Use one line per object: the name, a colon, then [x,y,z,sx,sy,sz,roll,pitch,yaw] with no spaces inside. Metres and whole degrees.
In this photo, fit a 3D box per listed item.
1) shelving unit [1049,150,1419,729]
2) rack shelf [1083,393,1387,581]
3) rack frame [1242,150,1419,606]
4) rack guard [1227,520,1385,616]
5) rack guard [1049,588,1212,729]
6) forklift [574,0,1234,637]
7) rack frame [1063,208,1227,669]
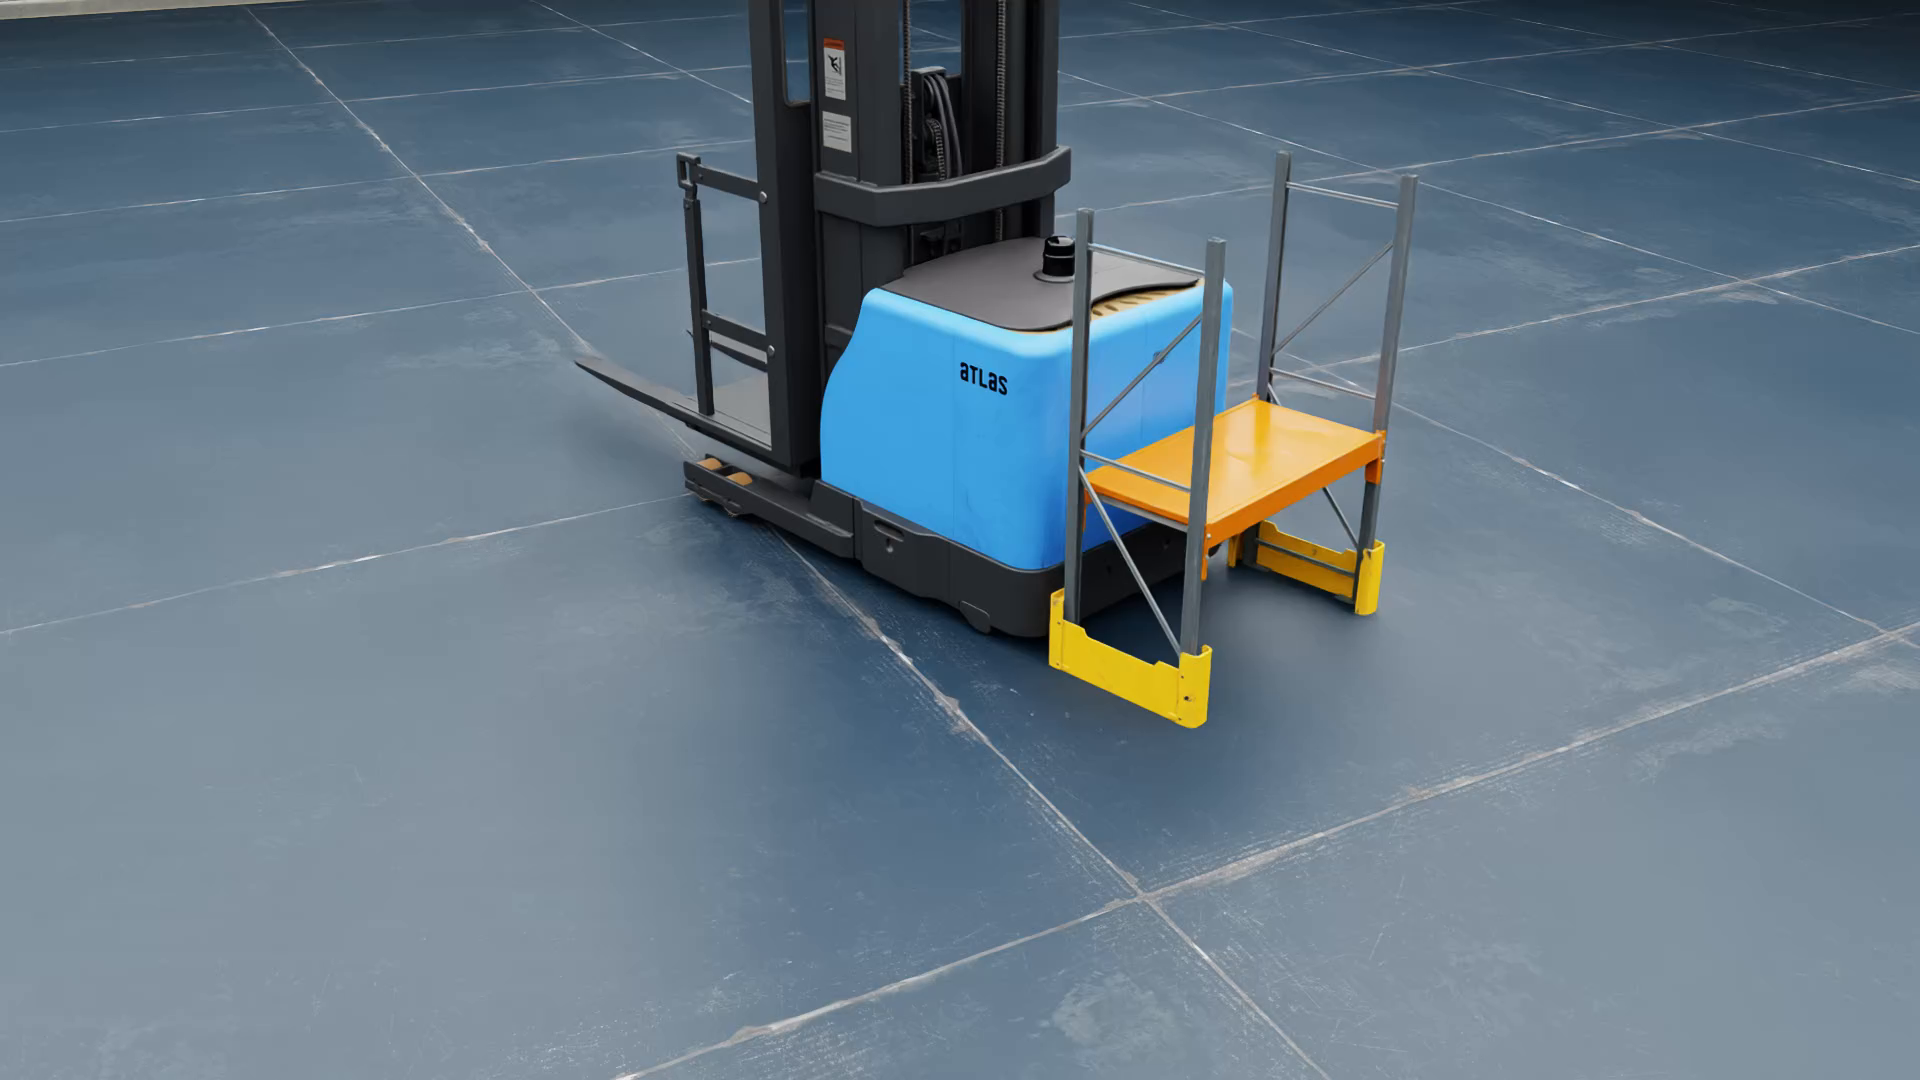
shelving unit: [0.865,-0.355,5.255,0.587,1.500,1.083,22,34,38]
rack shelf: [0.871,-0.196,5.339,0.538,0.185,1.000,22,34,38]
rack frame: [1.221,-0.518,5.594,0.500,1.500,0.032,22,34,38]
rack guard: [1.207,0.052,5.852,0.587,0.250,0.087,22,34,38]
rack guard: [0.522,0.365,5.200,0.587,0.250,0.087,22,34,38]
forklift: [-0.439,-1.550,6.092,1.130,2.935,3.031,-22,34,-38]
rack frame: [0.522,-0.198,4.928,0.500,1.500,0.032,22,34,38]
